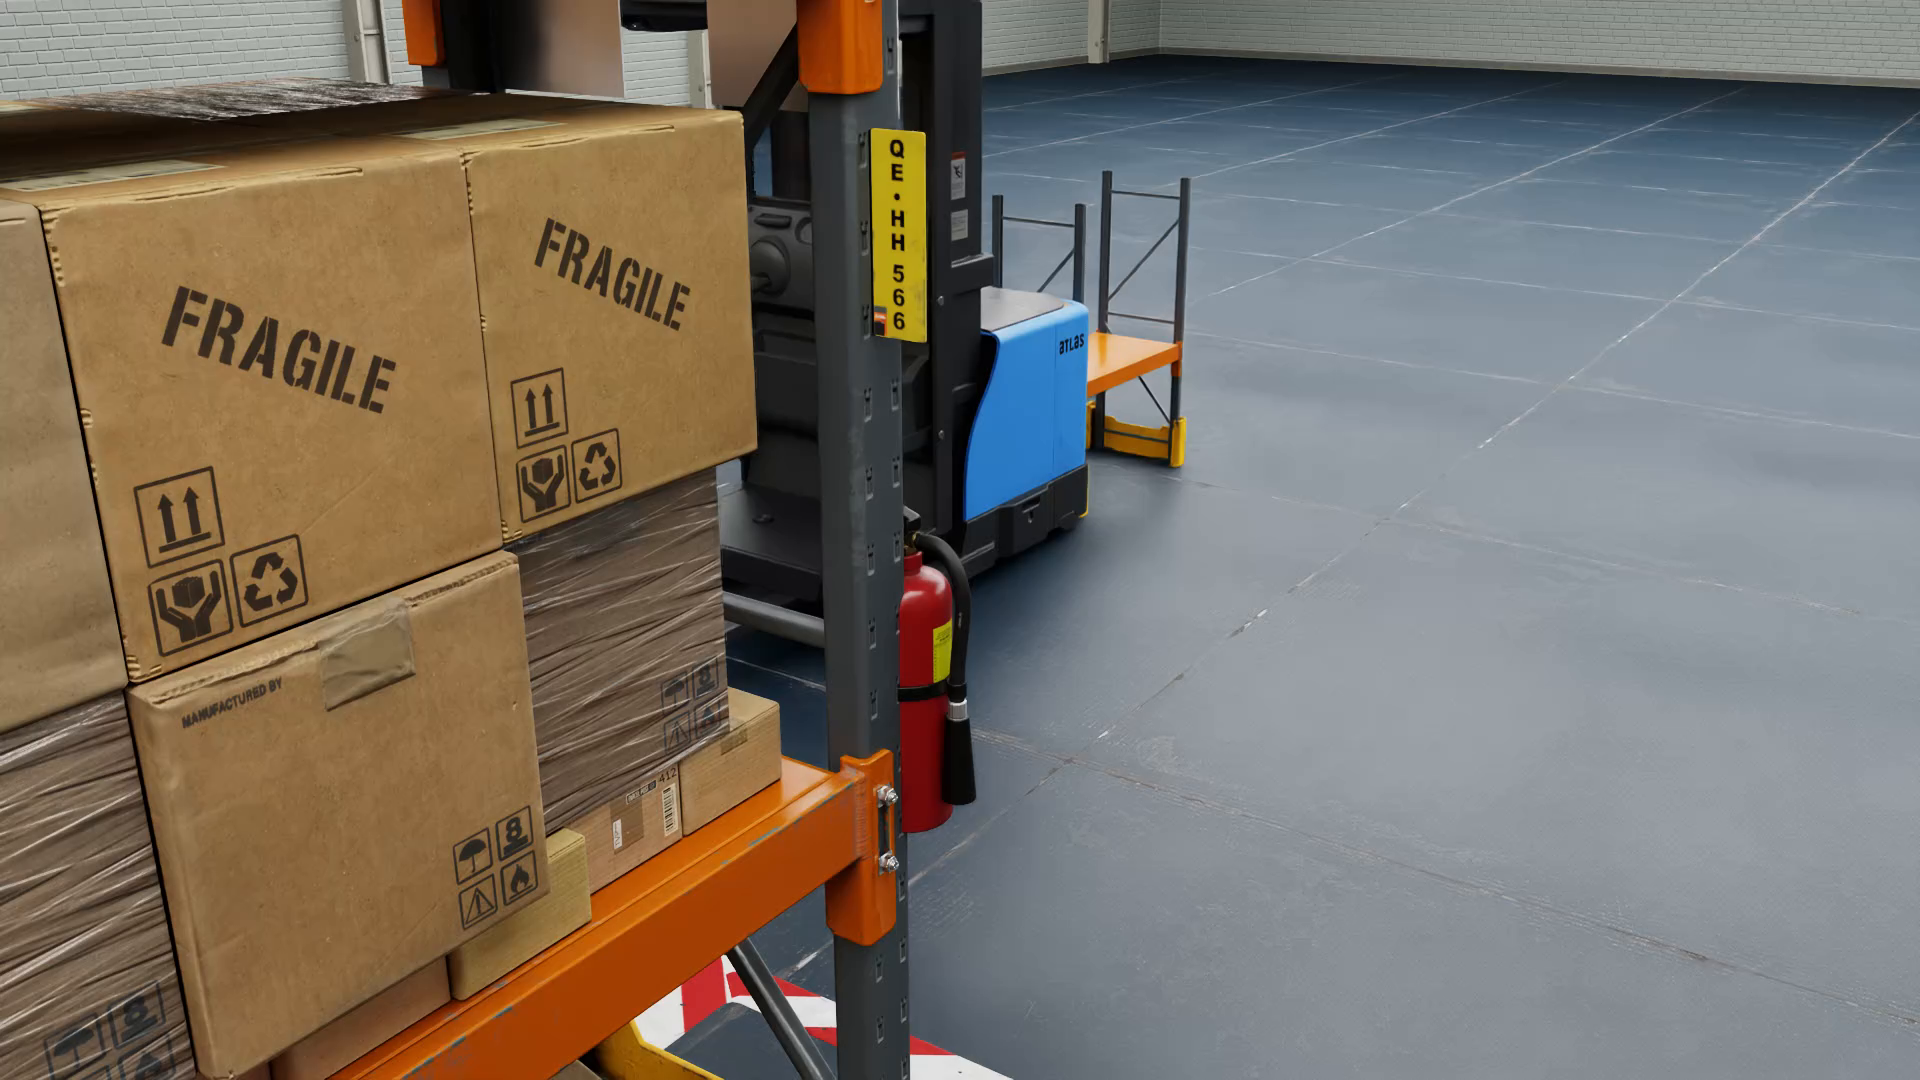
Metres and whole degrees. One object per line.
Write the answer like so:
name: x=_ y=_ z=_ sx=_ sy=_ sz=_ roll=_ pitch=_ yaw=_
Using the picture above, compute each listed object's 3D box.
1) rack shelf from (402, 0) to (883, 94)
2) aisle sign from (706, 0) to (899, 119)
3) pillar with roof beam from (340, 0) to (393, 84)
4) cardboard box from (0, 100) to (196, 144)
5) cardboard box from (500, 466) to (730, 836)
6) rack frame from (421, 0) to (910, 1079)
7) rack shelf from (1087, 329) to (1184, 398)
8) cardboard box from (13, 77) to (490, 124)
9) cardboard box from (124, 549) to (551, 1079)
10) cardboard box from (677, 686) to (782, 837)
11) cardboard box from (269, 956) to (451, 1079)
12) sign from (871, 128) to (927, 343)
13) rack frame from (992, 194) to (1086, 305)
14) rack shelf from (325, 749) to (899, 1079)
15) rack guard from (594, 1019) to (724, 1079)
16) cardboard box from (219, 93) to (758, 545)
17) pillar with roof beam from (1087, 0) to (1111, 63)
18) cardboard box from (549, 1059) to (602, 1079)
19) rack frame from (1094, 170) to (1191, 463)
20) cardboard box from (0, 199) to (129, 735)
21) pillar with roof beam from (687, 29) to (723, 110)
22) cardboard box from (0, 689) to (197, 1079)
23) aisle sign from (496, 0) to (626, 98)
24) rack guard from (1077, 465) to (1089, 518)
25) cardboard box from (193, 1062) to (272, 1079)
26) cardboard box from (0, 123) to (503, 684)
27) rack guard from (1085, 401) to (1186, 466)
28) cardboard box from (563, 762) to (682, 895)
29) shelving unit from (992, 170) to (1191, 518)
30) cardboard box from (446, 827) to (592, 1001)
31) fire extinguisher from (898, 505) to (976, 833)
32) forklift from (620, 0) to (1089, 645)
rack shelf: x=-1.667 y=-0.391 z=1.212 sx=1.077 sy=0.370 sz=4.000 roll=13 pitch=24 yaw=32
aisle sign: x=-0.260 y=-1.074 z=2.598 sx=0.394 sy=0.787 sz=0.004 roll=13 pitch=24 yaw=32
pillar with roof beam: x=-3.677 y=-8.188 z=16.931 sx=9.100 sy=9.000 sz=0.400 roll=13 pitch=24 yaw=32
cardboard box: x=-1.364 y=-0.304 z=2.249 sx=0.500 sy=0.500 sz=0.500 roll=13 pitch=24 yaw=32
cardboard box: x=-0.875 y=0.070 z=2.678 sx=0.875 sy=0.500 sz=0.500 roll=13 pitch=24 yaw=32
rack frame: x=-0.545 y=0.104 z=3.161 sx=0.949 sy=2.616 sz=0.053 roll=13 pitch=24 yaw=32
rack shelf: x=0.658 y=-0.854 z=8.430 sx=0.538 sy=0.185 sz=1.000 roll=14 pitch=24 yaw=33
cardboard box: x=-1.077 y=-0.446 z=2.634 sx=0.500 sy=0.500 sz=0.500 roll=13 pitch=24 yaw=32
cardboard box: x=-1.056 y=0.237 z=2.227 sx=0.875 sy=0.500 sz=0.500 roll=13 pitch=24 yaw=32
cardboard box: x=-0.532 y=0.344 z=2.873 sx=0.380 sy=0.149 sz=0.250 roll=13 pitch=24 yaw=32
cardboard box: x=-0.924 y=0.566 z=2.272 sx=0.380 sy=0.149 sz=0.250 roll=13 pitch=24 yaw=32
sign: x=-0.095 y=-0.473 z=2.595 sx=0.100 sy=0.325 sz=0.005 roll=13 pitch=24 yaw=32
rack frame: x=0.365 y=-0.878 z=7.978 sx=0.500 sy=1.500 sz=0.032 roll=14 pitch=24 yaw=33
rack shelf: x=-1.667 y=1.016 z=1.732 sx=1.077 sy=0.370 sz=4.000 roll=13 pitch=24 yaw=32
rack guard: x=-0.585 y=1.299 z=3.534 sx=1.175 sy=0.500 sz=0.348 roll=13 pitch=24 yaw=32
cardboard box: x=-0.647 y=-0.345 z=2.360 sx=0.500 sy=0.500 sz=0.500 roll=13 pitch=24 yaw=32
pillar with roof beam: x=6.442 y=-13.353 z=30.893 sx=9.100 sy=9.000 sz=0.400 roll=13 pitch=24 yaw=32
cardboard box: x=-0.908 y=1.256 z=3.044 sx=0.500 sy=0.500 sz=0.500 roll=19 pitch=28 yaw=42
rack frame: x=0.951 y=-1.167 z=8.757 sx=0.500 sy=1.500 sz=0.032 roll=14 pitch=24 yaw=33
cardboard box: x=-1.207 y=-0.057 z=1.582 sx=0.500 sy=0.500 sz=0.500 roll=13 pitch=24 yaw=32
pillar with roof beam: x=-0.304 y=-9.910 z=21.585 sx=9.100 sy=9.000 sz=0.400 roll=13 pitch=24 yaw=32
cardboard box: x=-1.373 y=0.372 z=1.862 sx=0.875 sy=0.500 sz=0.500 roll=13 pitch=24 yaw=32
aisle sign: x=-0.756 y=-1.191 z=2.914 sx=0.394 sy=0.787 sz=0.004 roll=13 pitch=24 yaw=32
rack guard: x=0.366 y=-0.292 z=8.195 sx=0.587 sy=0.250 sz=0.087 roll=14 pitch=24 yaw=33
cardboard box: x=-1.099 y=0.630 z=2.100 sx=0.380 sy=0.149 sz=0.250 roll=13 pitch=24 yaw=32
cardboard box: x=-0.924 y=-0.200 z=1.969 sx=0.500 sy=0.500 sz=0.500 roll=13 pitch=24 yaw=32
rack guard: x=0.939 y=-0.575 z=8.959 sx=0.587 sy=0.250 sz=0.087 roll=14 pitch=24 yaw=33
cardboard box: x=-0.673 y=0.416 z=2.679 sx=0.380 sy=0.149 sz=0.250 roll=13 pitch=24 yaw=32
shelving unit: x=0.652 y=-1.020 z=8.360 sx=0.587 sy=1.500 sz=1.083 roll=14 pitch=24 yaw=33
cardboard box: x=-0.771 y=0.498 z=2.458 sx=0.380 sy=0.149 sz=0.250 roll=13 pitch=24 yaw=32
fire extinguisher: x=-0.097 y=0.198 z=3.018 sx=0.296 sy=0.674 sz=0.183 roll=13 pitch=24 yaw=32
forklift: x=-0.653 y=-1.137 z=6.614 sx=1.130 sy=2.935 sz=3.031 roll=14 pitch=24 yaw=33
